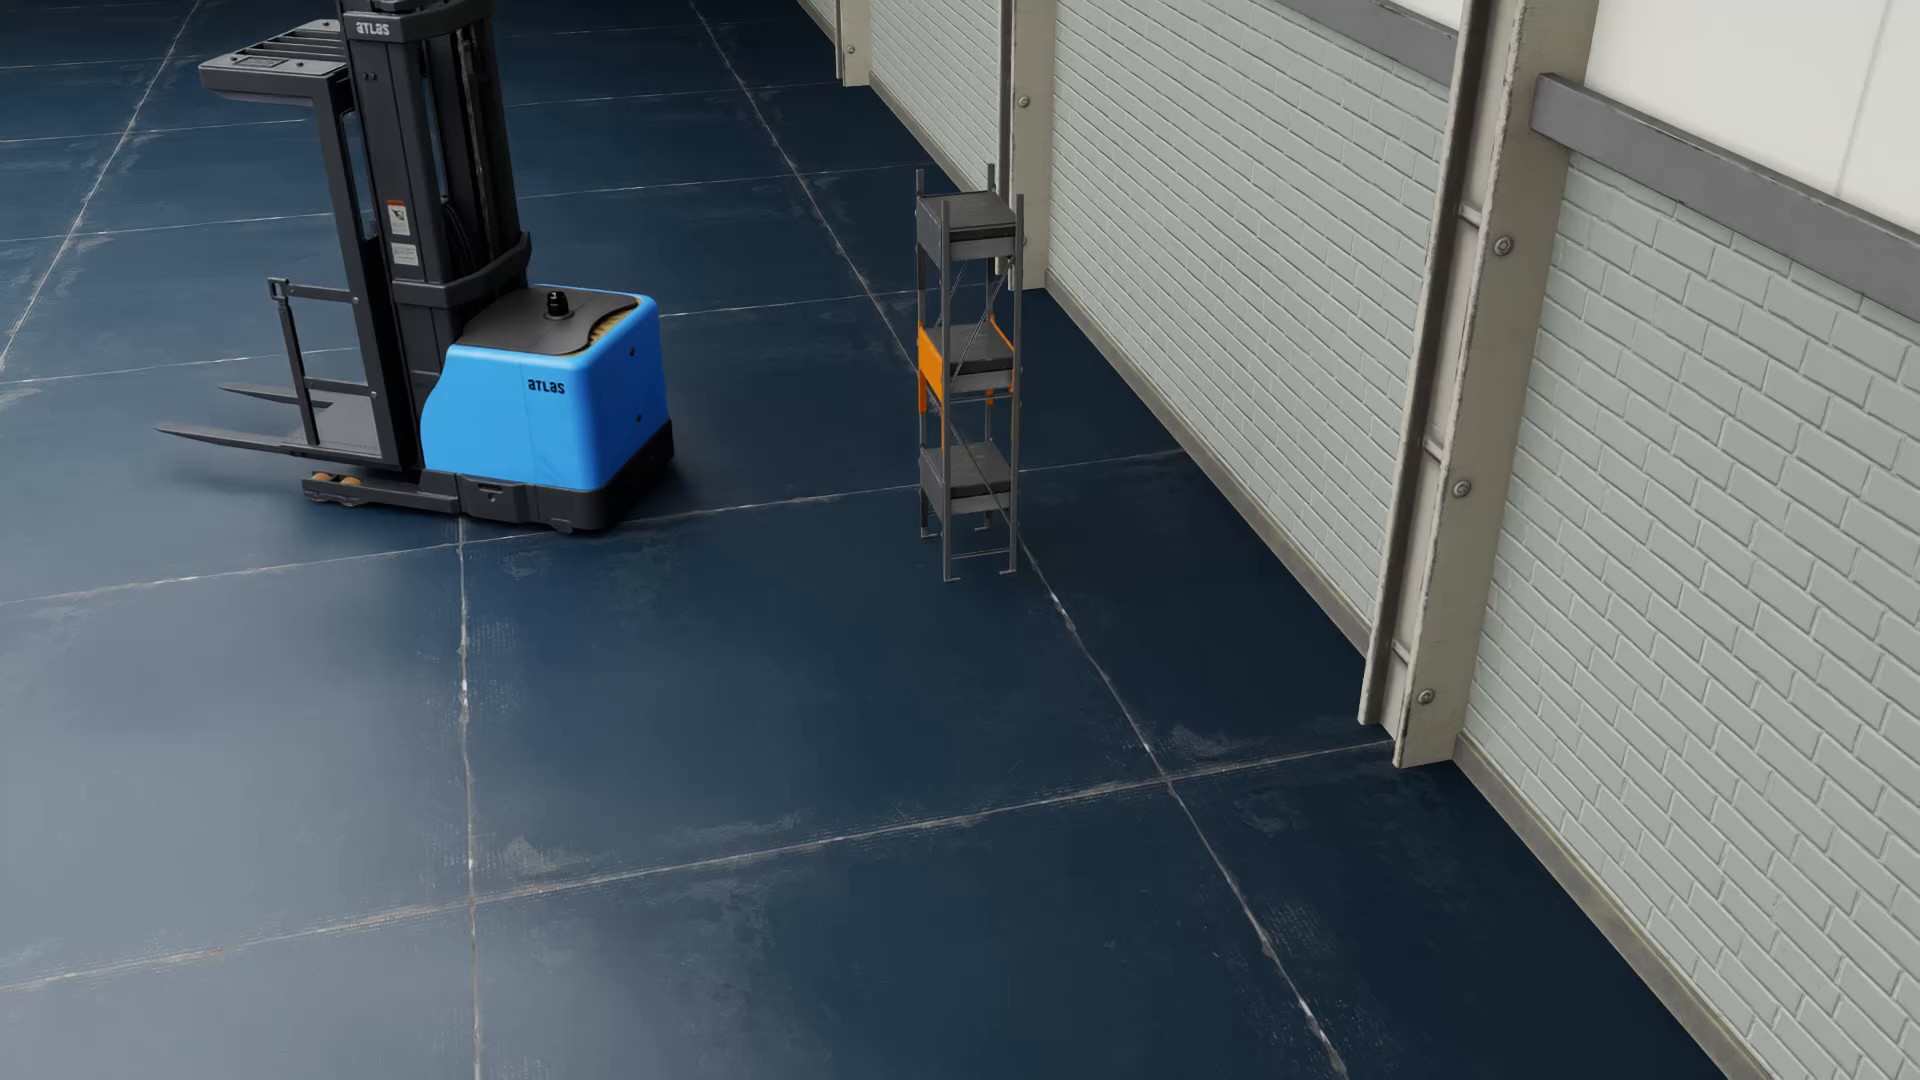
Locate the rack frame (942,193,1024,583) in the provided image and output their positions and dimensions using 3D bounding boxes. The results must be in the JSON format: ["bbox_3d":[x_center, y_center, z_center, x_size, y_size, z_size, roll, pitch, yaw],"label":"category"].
[{"bbox_3d":[0.109,-0.711,8.382,0.400,2.100,0.015,-8,31,-13],"label":"rack frame"}]

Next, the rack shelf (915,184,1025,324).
[{"bbox_3d":[0.044,-1.423,8.242,0.431,0.518,0.480,-8,31,-13],"label":"rack shelf"}]

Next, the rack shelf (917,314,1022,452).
[{"bbox_3d":[0.044,-0.817,8.593,0.431,0.518,0.480,-8,31,-13],"label":"rack shelf"}]

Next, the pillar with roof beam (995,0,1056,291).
[{"bbox_3d":[-3.680,-5.308,9.437,9.100,9.000,0.400,-8,31,-13],"label":"pillar with roof beam"}]

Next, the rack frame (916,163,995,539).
[{"bbox_3d":[-0.021,-0.947,8.789,0.400,2.100,0.015,-8,31,-13],"label":"rack frame"}]

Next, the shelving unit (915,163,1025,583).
[{"bbox_3d":[0.044,-0.829,8.586,0.431,2.100,0.503,-8,31,-13],"label":"shelving unit"}]

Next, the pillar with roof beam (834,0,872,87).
[{"bbox_3d":[-5.272,-8.206,14.444,9.100,9.000,0.400,-8,31,-13],"label":"pillar with roof beam"}]

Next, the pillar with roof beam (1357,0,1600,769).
[{"bbox_3d":[-2.087,-2.410,4.430,9.100,9.000,0.400,-8,31,-13],"label":"pillar with roof beam"}]

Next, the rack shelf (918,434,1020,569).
[{"bbox_3d":[0.044,-0.211,8.943,0.431,0.518,0.480,-8,31,-13],"label":"rack shelf"}]

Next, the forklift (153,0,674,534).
[{"bbox_3d":[-3.292,-1.706,9.271,3.031,2.935,1.130,8,31,13],"label":"forklift"}]
